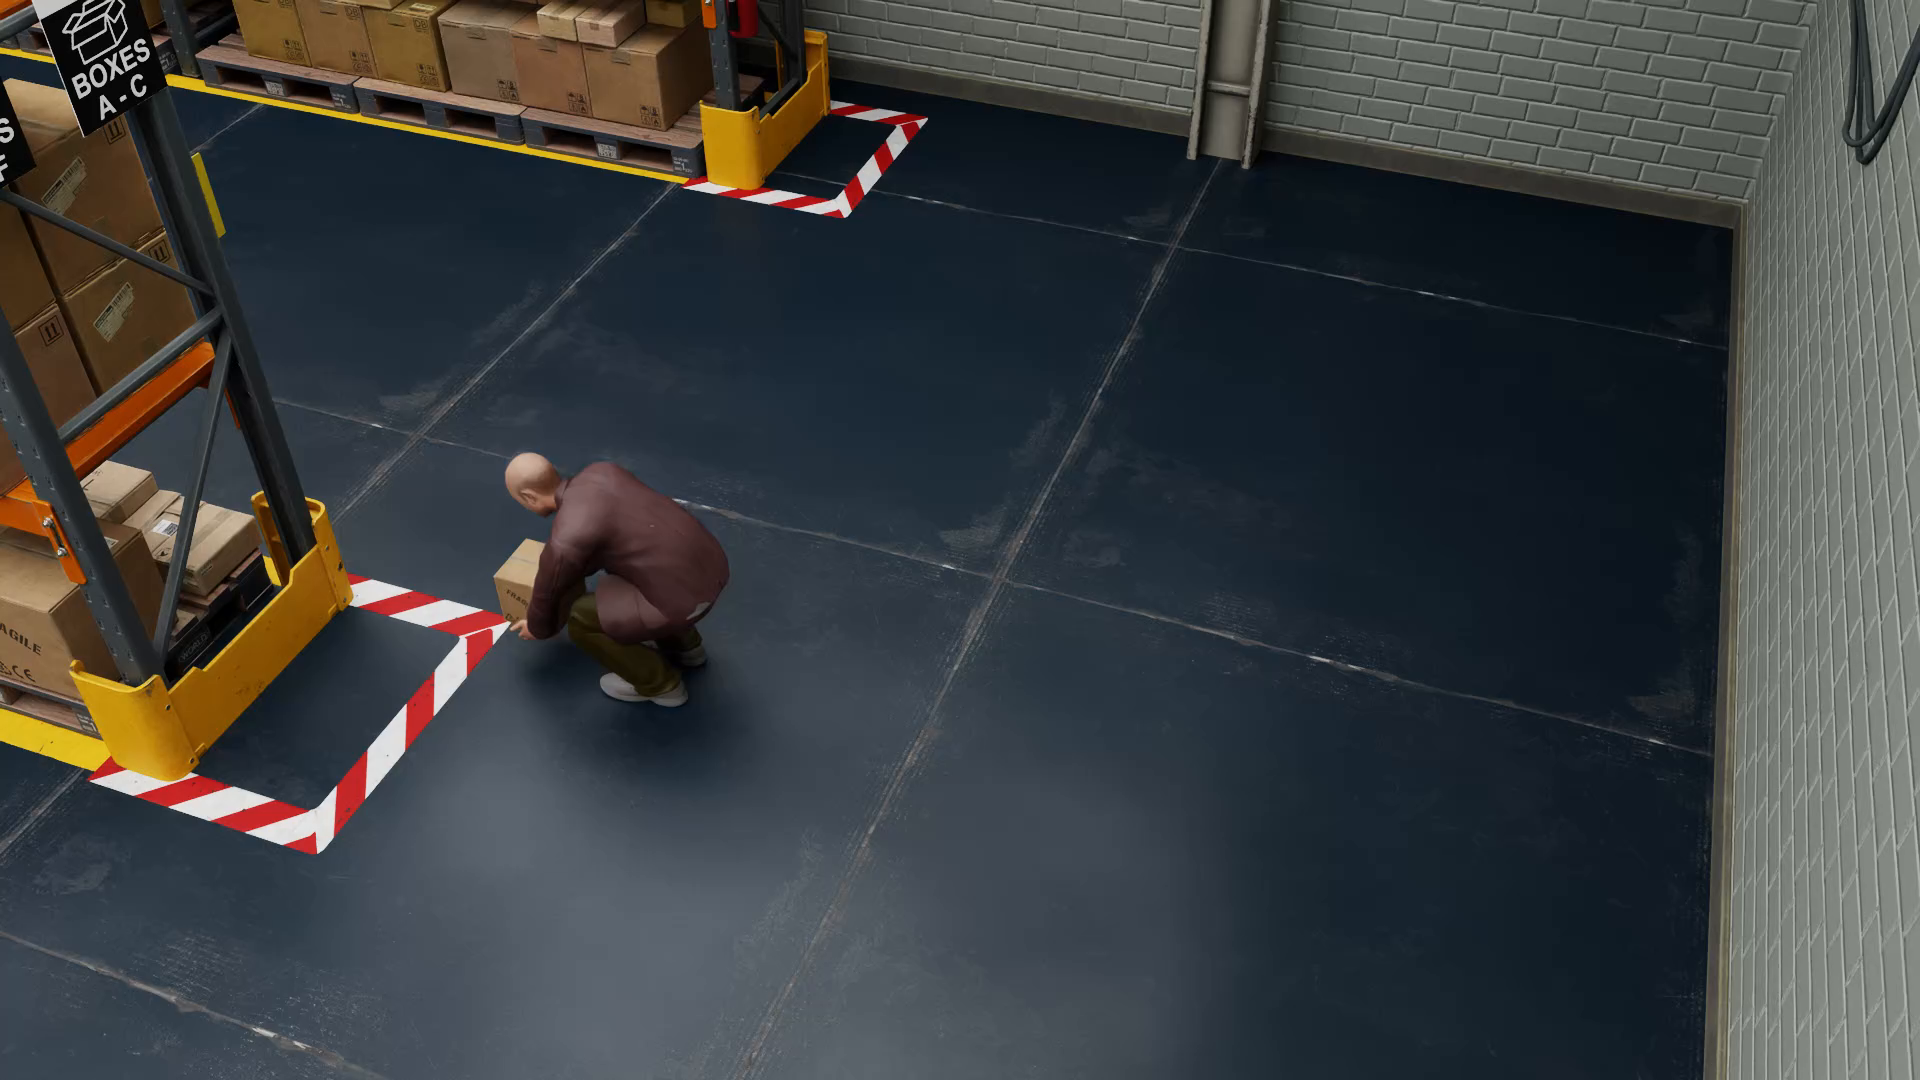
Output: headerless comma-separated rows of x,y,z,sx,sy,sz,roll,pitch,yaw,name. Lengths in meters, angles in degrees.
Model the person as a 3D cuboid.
-1.340,0.136,6.546,0.885,1.080,0.610,13,43,15,person
